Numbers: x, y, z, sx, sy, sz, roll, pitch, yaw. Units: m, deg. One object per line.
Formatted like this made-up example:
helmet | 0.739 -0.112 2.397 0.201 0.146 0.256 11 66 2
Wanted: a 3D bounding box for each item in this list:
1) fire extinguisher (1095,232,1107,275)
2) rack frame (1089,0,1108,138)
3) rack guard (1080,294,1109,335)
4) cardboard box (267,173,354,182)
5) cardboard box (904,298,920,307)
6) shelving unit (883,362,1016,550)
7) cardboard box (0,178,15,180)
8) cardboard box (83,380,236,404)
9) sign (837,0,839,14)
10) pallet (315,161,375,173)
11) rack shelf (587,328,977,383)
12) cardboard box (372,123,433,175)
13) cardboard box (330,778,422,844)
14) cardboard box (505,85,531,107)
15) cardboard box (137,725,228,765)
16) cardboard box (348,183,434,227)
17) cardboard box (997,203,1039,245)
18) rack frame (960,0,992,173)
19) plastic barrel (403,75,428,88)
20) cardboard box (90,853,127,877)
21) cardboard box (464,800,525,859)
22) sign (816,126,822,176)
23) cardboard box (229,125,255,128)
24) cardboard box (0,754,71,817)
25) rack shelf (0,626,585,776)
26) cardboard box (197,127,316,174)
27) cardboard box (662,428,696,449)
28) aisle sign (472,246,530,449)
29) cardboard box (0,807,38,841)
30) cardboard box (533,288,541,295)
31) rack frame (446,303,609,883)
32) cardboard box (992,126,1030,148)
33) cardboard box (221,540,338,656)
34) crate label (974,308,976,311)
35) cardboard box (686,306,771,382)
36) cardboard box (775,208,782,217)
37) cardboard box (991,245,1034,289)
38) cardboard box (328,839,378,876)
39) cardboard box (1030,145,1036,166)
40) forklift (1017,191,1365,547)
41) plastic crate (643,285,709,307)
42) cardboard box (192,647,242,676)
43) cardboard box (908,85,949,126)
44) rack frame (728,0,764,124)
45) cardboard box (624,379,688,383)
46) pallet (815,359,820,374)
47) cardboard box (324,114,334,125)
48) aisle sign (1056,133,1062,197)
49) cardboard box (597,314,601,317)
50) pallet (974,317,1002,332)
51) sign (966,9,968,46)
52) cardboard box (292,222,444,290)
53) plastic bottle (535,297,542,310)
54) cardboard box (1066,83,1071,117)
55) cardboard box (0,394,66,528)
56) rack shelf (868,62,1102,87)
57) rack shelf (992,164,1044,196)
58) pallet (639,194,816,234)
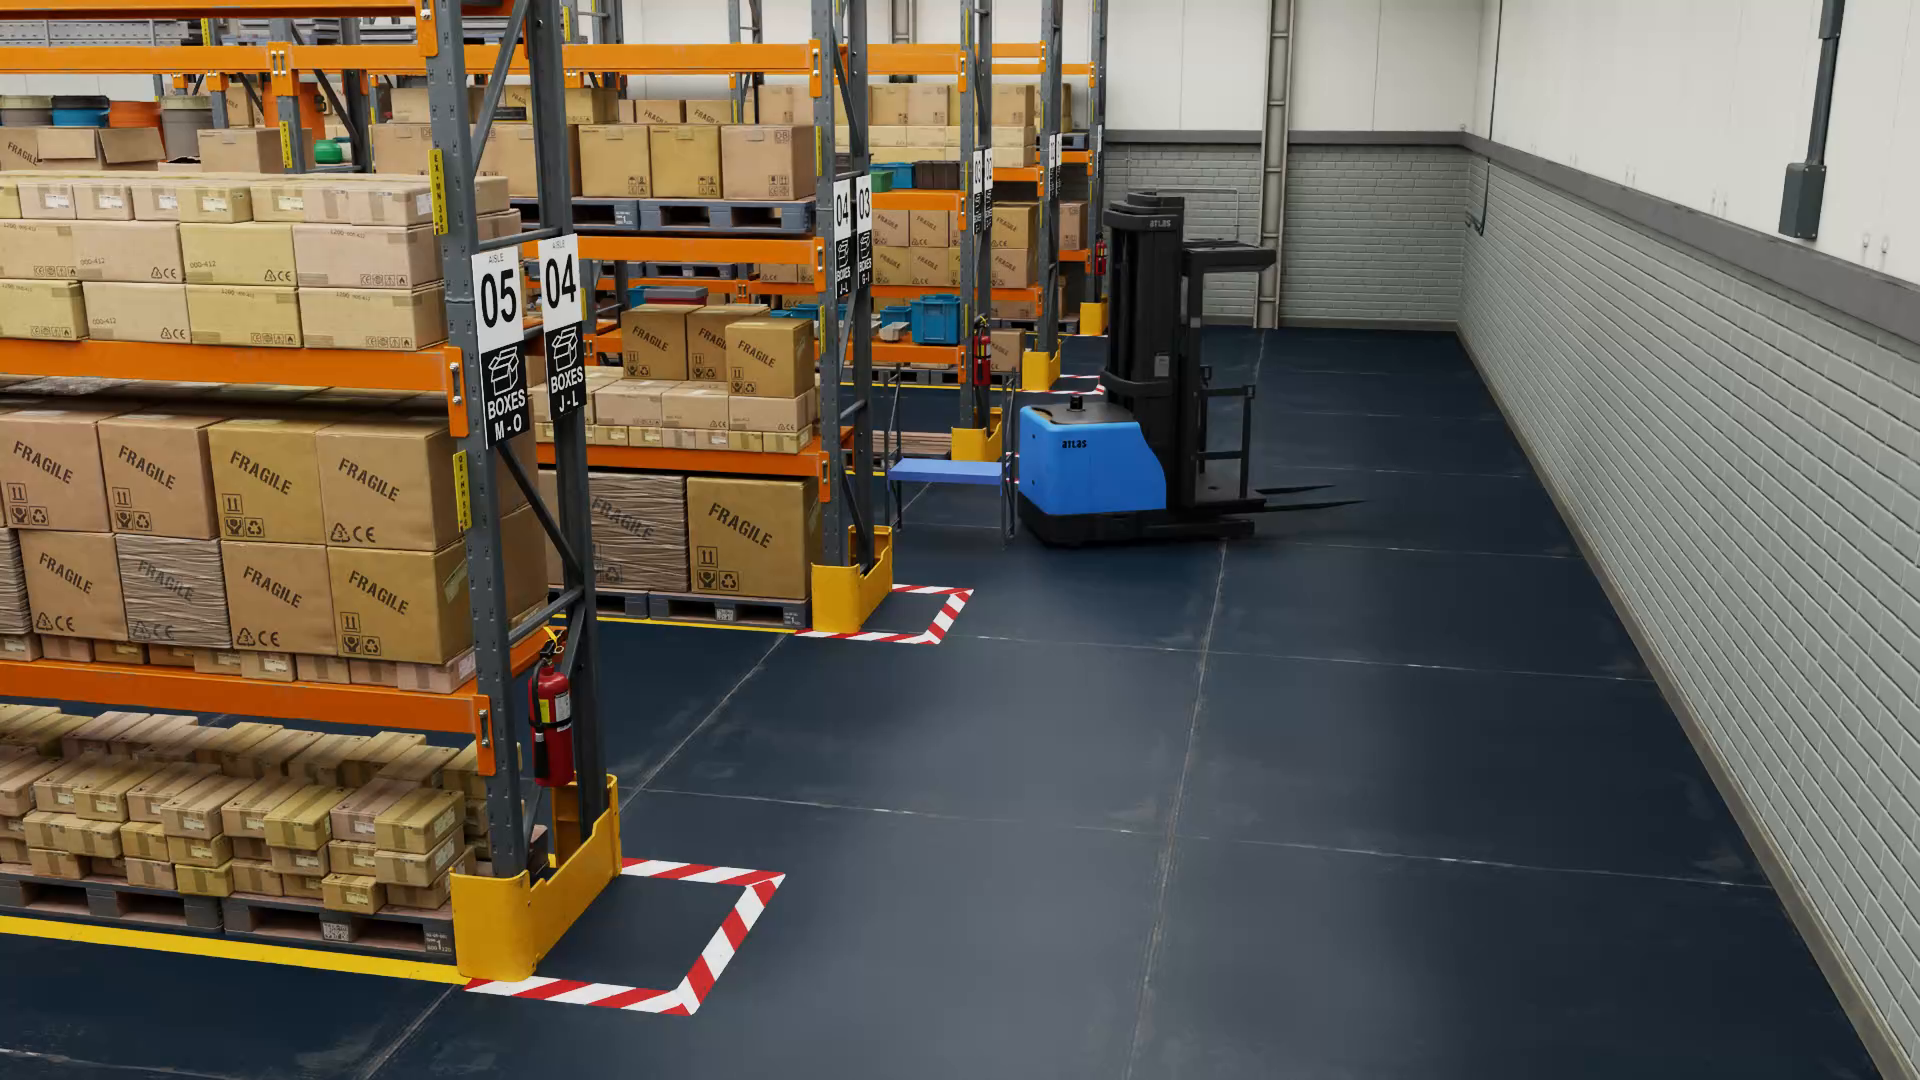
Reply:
fire extinguisher | 2.191 -4.467 25.844 0.183 0.674 0.296 3 16 11
rack frame | 2.135 -7.704 25.448 0.127 3.000 1.000 3 16 11
rack guard | 2.159 -3.607 26.578 0.348 0.500 1.175 3 16 11
cardboard box | -2.921 -1.582 7.562 0.250 0.149 0.380 3 16 12
cardboard box | -0.581 -3.929 26.955 0.500 0.500 0.700 3 16 11
shelving unit | -0.084 -0.727 14.308 1.048 1.500 0.538 3 16 11
cardboard box | -4.318 -1.492 7.236 0.250 0.149 0.380 4 16 14
cardboard box | -3.802 -0.485 8.007 0.500 0.500 0.500 3 16 9
sign | -1.881 -8.263 25.566 0.005 0.325 0.100 3 16 11
pallet | -6.949 -3.935 17.815 1.213 0.211 1.003 3 16 11
rack shelf | -1.799 -1.981 17.373 4.000 0.370 1.077 3 16 11
cardboard box | -3.967 -2.857 12.407 0.500 0.500 0.700 2 16 8
cardboard box | -2.718 1.261 7.761 0.250 0.149 0.380 3 16 12
cardboard box | -5.762 -5.866 22.371 0.500 0.500 0.500 3 16 11
cardboard box | -3.918 1.081 8.409 0.250 0.149 0.380 3 16 11
cardboard box | -2.298 -1.381 6.837 0.250 0.149 0.380 3 16 11
cardboard box | 0.769 -4.140 21.757 0.500 0.500 0.500 4 16 13
rack frame | 0.161 -5.113 16.092 0.127 3.000 1.000 3 16 11
plastic barrel | -5.462 -4.375 17.321 0.708 0.901 0.600 3 16 11
cardboard box | -3.988 1.481 8.081 0.250 0.149 0.380 4 16 13
cardboard box | -2.363 1.426 8.278 0.250 0.149 0.380 3 16 12
sign | -0.948 -2.619 11.197 0.005 0.325 0.100 3 16 11
cardboard box | -10.006 -5.696 23.311 0.500 0.250 0.500 5 16 17
cardboard box | -4.528 1.184 8.037 0.250 0.149 0.380 3 16 12
rack shelf | -3.873 0.607 8.031 4.000 0.370 1.077 3 16 11
cardboard box | -5.316 -2.863 12.616 0.500 0.500 0.700 3 16 12
cardboard box | -1.987 -0.778 12.153 0.250 0.149 0.380 3 16 12
aisle sign | -1.902 -0.804 6.906 0.004 0.787 0.394 3 16 11
cardboard box | -4.501 1.314 8.126 0.250 0.149 0.380 4 16 14
cardboard box | -6.902 -4.329 28.358 0.500 0.500 0.700 3 16 11
rack frame | -1.914 0.366 7.551 0.127 3.000 1.000 3 16 11
cardboard box | 0.597 -5.092 20.981 0.500 0.250 0.500 3 16 11
cardboard box | -2.909 0.189 7.445 0.500 0.500 0.500 3 16 10
crate label | -0.015 -2.269 17.265 0.303 0.233 0.416 3 16 11
cardboard box | -1.733 -1.481 12.539 0.500 0.500 0.500 3 16 10
cardboard box | -2.362 -4.161 21.835 0.500 0.500 0.500 4 16 13
cardboard box | 0.659 -3.518 21.386 0.500 0.500 0.500 4 16 13
cardboard box | -2.733 1.413 7.768 0.250 0.149 0.380 3 16 10
cardboard box | 0.699 -4.984 21.528 0.500 0.250 0.500 3 16 11
forklift | 2.091 -1.543 14.571 3.031 2.935 1.130 -4 16 -13
plastic crate | -2.934 -2.381 17.236 0.583 0.464 0.402 3 16 11
cardboard box | -3.281 0.482 7.602 0.250 0.149 0.380 2 16 9
cardboard box | -0.339 -5.563 21.277 0.500 0.500 0.700 3 16 11
rack frame | -2.768 -6.621 21.537 0.127 3.000 1.000 3 16 11
cardboard box | -2.245 -1.147 12.736 0.500 0.250 0.500 3 16 9
pallet | -2.095 -2.349 22.578 1.213 0.211 1.003 3 16 11
cardboard box | -10.661 -6.947 28.110 0.500 0.500 0.500 2 16 6
aisle sign | 1.277 -4.843 21.487 0.004 0.787 0.394 3 16 11
cardboard box | -5.218 -2.934 23.324 0.500 0.500 0.500 3 16 9
pallet | 0.144 -3.557 26.937 1.213 0.211 1.003 3 16 11
sign | 0.067 -4.812 15.612 0.005 0.325 0.100 3 16 11
cardboard box | -2.416 -1.206 6.952 0.500 0.250 0.500 3 16 9
plastic bottle | -4.603 -2.529 18.245 0.097 0.271 0.097 0 15 0
cardboard box | 1.468 -6.900 26.067 0.500 0.500 0.500 2 16 9
cardboard box | -4.441 -0.374 7.604 0.500 0.500 0.500 3 16 12
rack shelf | 0.175 -7.271 25.981 4.000 0.370 1.077 3 16 11
rack shelf | -0.808 -4.722 21.650 4.000 0.370 1.077 3 16 11
pallet | -1.555 -2.365 11.959 1.213 0.211 1.003 3 16 11
